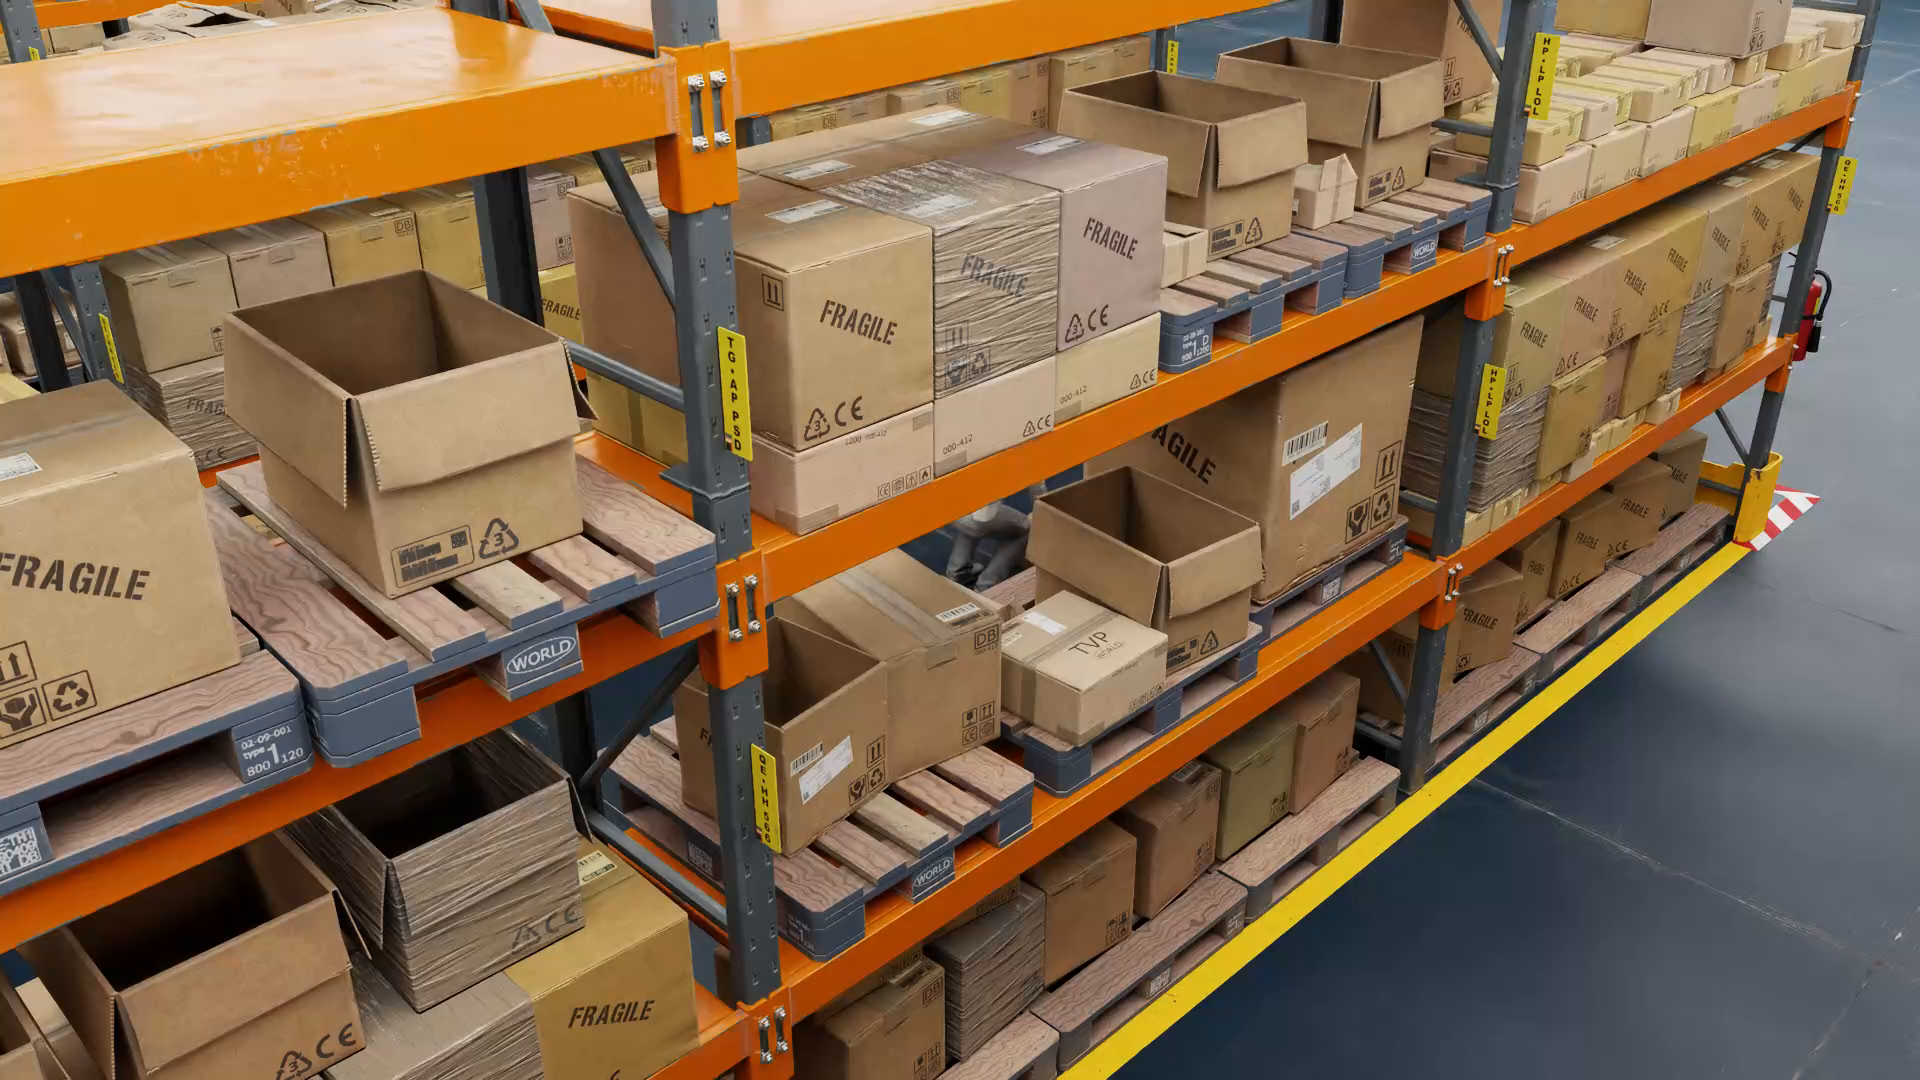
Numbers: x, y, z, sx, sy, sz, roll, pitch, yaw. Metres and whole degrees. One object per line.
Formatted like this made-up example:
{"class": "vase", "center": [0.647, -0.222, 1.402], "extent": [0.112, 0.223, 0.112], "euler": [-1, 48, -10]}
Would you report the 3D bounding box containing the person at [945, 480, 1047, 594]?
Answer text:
{"class": "person", "center": [0.170, -0.275, 9.791], "extent": [0.564, 1.154, 0.869], "euler": [24, 36, 38]}
